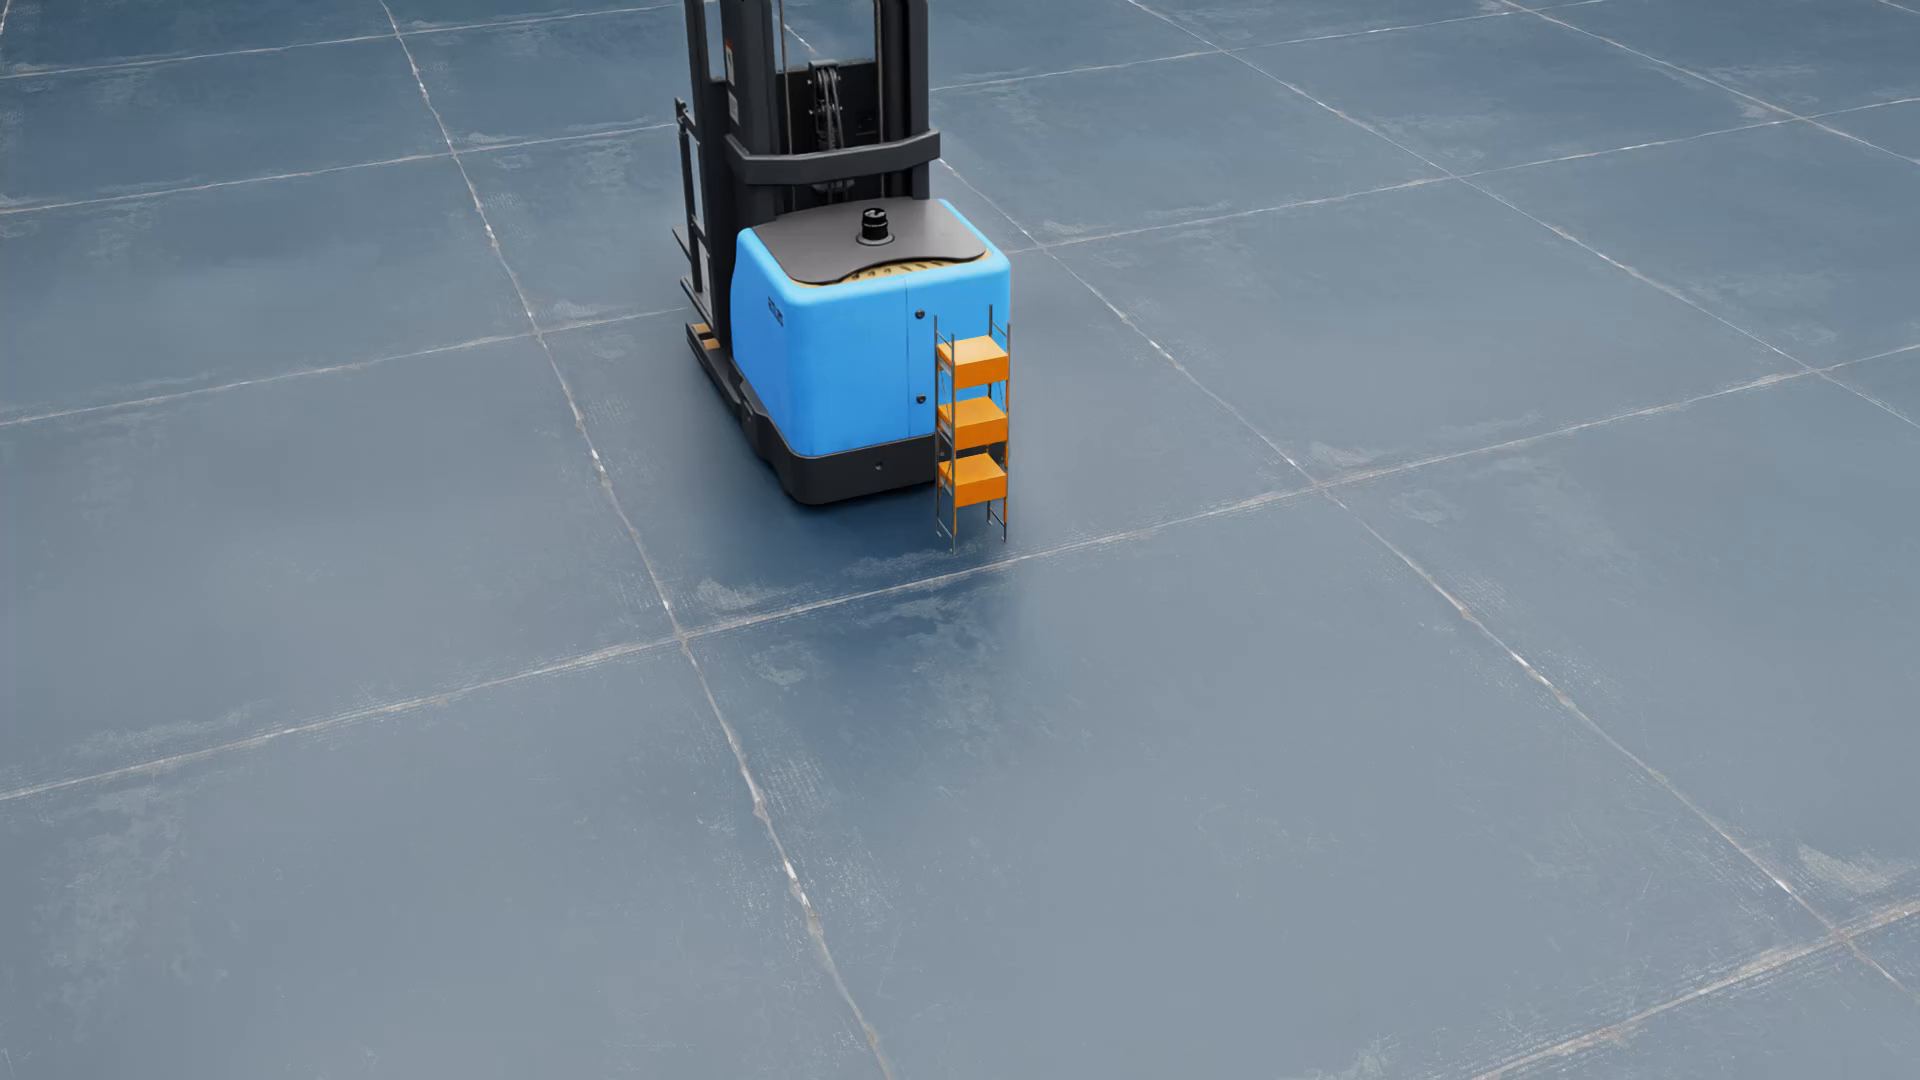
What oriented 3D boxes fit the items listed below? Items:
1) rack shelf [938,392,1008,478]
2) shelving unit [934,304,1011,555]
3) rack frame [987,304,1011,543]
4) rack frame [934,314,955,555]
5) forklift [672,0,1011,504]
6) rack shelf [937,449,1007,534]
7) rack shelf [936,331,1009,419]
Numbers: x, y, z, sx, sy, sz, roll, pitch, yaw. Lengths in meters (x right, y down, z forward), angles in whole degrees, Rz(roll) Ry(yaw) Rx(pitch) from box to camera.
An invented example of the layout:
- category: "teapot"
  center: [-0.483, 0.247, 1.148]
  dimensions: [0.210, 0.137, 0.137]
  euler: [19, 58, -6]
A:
- category: "rack shelf"
  center: [0.049, -0.442, 6.987]
  dimensions: [0.240, 0.259, 0.215]
  euler: [-13, 35, -19]
- category: "shelving unit"
  center: [0.049, -0.451, 6.981]
  dimensions: [0.252, 1.050, 0.215]
  euler: [-13, 35, -19]
- category: "rack frame"
  center: [0.162, -0.477, 7.021]
  dimensions: [0.008, 1.050, 0.200]
  euler: [-13, 35, -19]
- category: "rack frame"
  center: [-0.063, -0.426, 6.941]
  dimensions: [0.008, 1.050, 0.200]
  euler: [-13, 35, -19]
- category: "forklift"
  center: [-0.790, -2.180, 7.912]
  dimensions: [1.130, 2.935, 3.031]
  euler: [-12, 35, -18]
- category: "rack shelf"
  center: [0.049, -0.210, 7.138]
  dimensions: [0.240, 0.259, 0.215]
  euler: [-13, 35, -19]
- category: "rack shelf"
  center: [0.049, -0.680, 6.832]
  dimensions: [0.240, 0.259, 0.215]
  euler: [-13, 35, -19]
